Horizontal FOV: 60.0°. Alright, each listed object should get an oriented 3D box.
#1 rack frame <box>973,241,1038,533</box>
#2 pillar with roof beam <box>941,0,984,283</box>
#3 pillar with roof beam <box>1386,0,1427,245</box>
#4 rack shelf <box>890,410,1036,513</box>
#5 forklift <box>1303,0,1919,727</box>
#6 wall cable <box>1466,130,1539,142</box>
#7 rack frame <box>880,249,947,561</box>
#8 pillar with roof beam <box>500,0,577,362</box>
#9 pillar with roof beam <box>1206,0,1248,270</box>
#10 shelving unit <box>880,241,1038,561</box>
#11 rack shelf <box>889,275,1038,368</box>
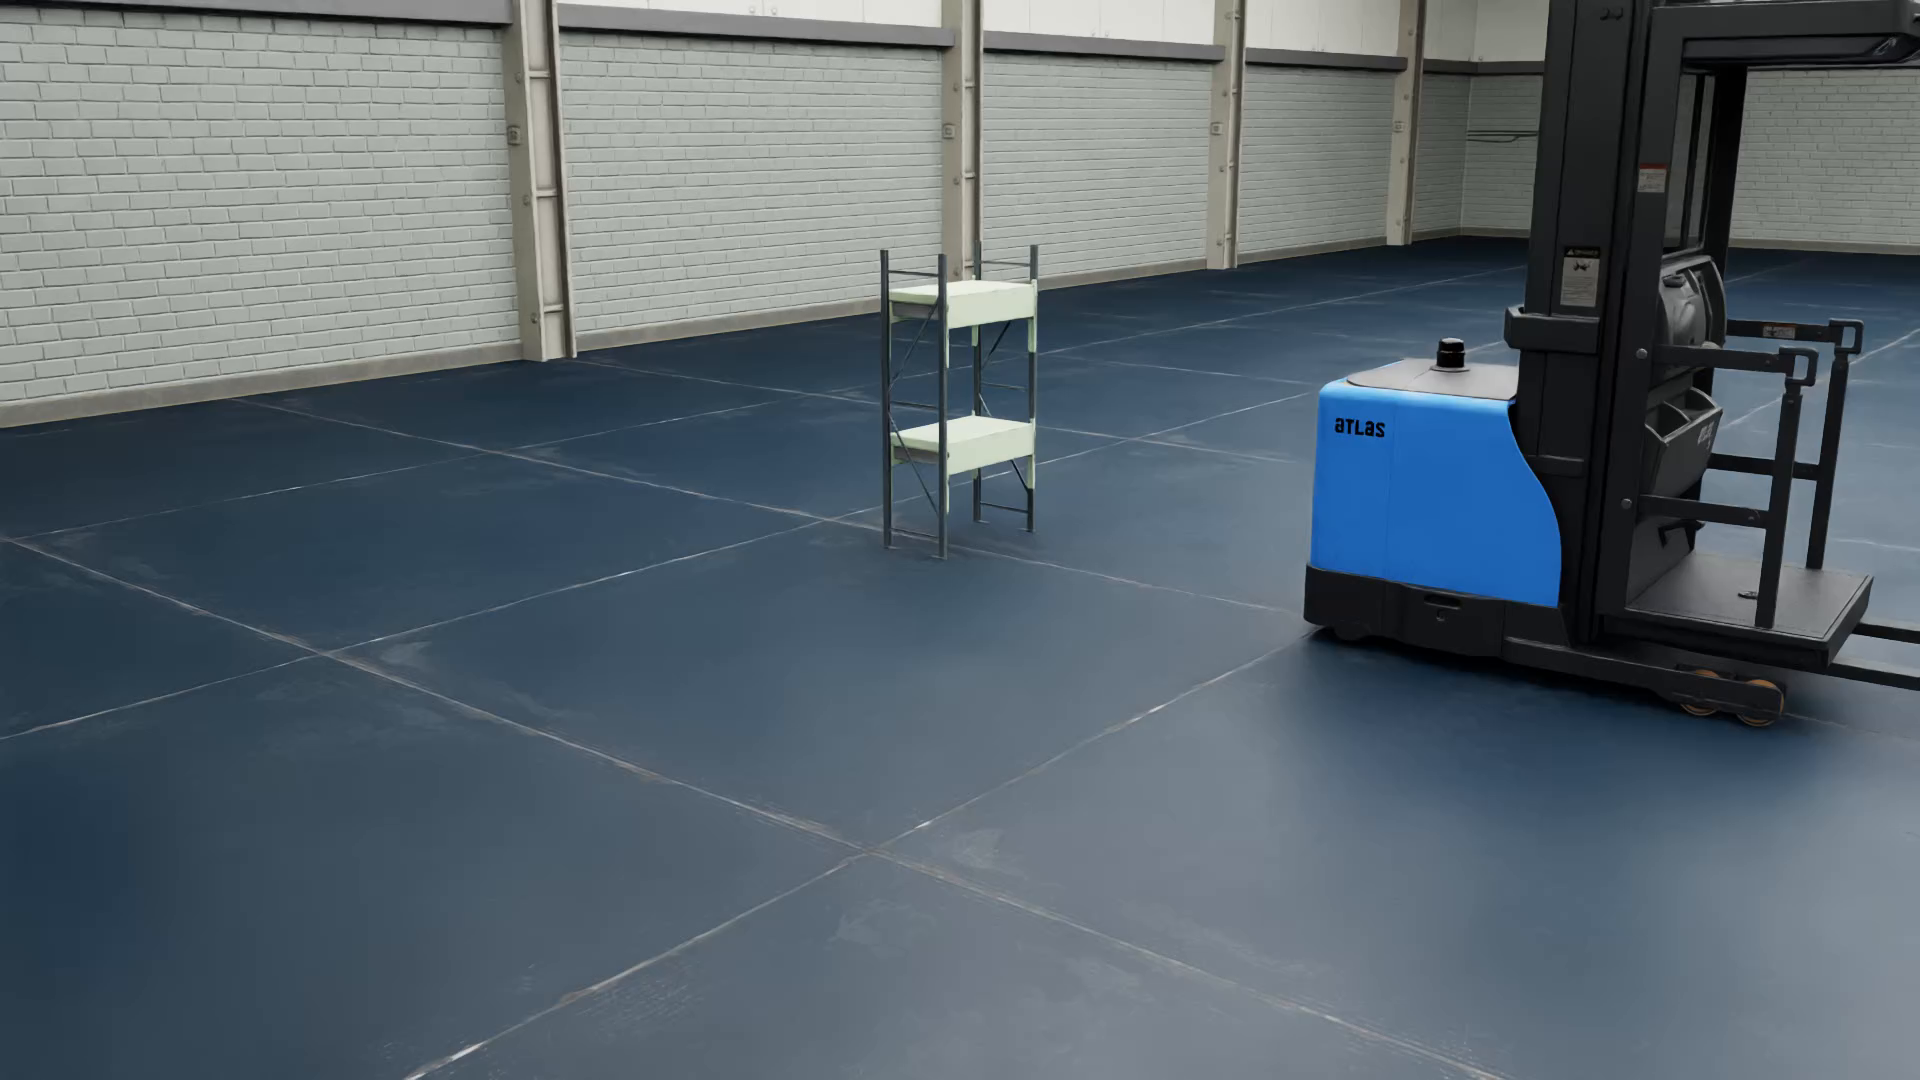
[{"bbox_3d":[0.234,-0.798,8.719,0.400,1.500,0.023,11,18,38],"label":"rack frame"},{"bbox_3d":[3.376,-6.505,15.953,9.100,9.000,0.400,11,18,38],"label":"pillar with roof beam"},{"bbox_3d":[10.918,-8.803,24.999,9.100,9.000,0.400,11,18,38],"label":"pillar with roof beam"},{"bbox_3d":[0.004,-0.412,8.524,0.431,0.370,0.720,11,18,38],"label":"rack shelf"},{"bbox_3d":[2.944,-0.897,6.203,3.031,2.935,1.130,10,17,35],"label":"forklift"},{"bbox_3d":[10.450,-8.324,29.419,3.097,2.526,0.112,11,18,38],"label":"wall cable"},{"bbox_3d":[-0.226,-0.658,8.167,0.400,1.500,0.023,11,18,38],"label":"rack frame"},{"bbox_3d":[-0.395,-5.356,11.430,9.100,9.000,0.400,11,18,38],"label":"pillar with roof beam"},{"bbox_3d":[7.147,-7.654,20.476,9.100,9.000,0.400,11,18,38],"label":"pillar with roof beam"},{"bbox_3d":[0.004,-0.728,8.443,0.431,1.500,0.755,11,18,38],"label":"shelving unit"},{"bbox_3d":[0.004,-1.106,8.347,0.431,0.370,0.720,11,18,38],"label":"rack shelf"}]
